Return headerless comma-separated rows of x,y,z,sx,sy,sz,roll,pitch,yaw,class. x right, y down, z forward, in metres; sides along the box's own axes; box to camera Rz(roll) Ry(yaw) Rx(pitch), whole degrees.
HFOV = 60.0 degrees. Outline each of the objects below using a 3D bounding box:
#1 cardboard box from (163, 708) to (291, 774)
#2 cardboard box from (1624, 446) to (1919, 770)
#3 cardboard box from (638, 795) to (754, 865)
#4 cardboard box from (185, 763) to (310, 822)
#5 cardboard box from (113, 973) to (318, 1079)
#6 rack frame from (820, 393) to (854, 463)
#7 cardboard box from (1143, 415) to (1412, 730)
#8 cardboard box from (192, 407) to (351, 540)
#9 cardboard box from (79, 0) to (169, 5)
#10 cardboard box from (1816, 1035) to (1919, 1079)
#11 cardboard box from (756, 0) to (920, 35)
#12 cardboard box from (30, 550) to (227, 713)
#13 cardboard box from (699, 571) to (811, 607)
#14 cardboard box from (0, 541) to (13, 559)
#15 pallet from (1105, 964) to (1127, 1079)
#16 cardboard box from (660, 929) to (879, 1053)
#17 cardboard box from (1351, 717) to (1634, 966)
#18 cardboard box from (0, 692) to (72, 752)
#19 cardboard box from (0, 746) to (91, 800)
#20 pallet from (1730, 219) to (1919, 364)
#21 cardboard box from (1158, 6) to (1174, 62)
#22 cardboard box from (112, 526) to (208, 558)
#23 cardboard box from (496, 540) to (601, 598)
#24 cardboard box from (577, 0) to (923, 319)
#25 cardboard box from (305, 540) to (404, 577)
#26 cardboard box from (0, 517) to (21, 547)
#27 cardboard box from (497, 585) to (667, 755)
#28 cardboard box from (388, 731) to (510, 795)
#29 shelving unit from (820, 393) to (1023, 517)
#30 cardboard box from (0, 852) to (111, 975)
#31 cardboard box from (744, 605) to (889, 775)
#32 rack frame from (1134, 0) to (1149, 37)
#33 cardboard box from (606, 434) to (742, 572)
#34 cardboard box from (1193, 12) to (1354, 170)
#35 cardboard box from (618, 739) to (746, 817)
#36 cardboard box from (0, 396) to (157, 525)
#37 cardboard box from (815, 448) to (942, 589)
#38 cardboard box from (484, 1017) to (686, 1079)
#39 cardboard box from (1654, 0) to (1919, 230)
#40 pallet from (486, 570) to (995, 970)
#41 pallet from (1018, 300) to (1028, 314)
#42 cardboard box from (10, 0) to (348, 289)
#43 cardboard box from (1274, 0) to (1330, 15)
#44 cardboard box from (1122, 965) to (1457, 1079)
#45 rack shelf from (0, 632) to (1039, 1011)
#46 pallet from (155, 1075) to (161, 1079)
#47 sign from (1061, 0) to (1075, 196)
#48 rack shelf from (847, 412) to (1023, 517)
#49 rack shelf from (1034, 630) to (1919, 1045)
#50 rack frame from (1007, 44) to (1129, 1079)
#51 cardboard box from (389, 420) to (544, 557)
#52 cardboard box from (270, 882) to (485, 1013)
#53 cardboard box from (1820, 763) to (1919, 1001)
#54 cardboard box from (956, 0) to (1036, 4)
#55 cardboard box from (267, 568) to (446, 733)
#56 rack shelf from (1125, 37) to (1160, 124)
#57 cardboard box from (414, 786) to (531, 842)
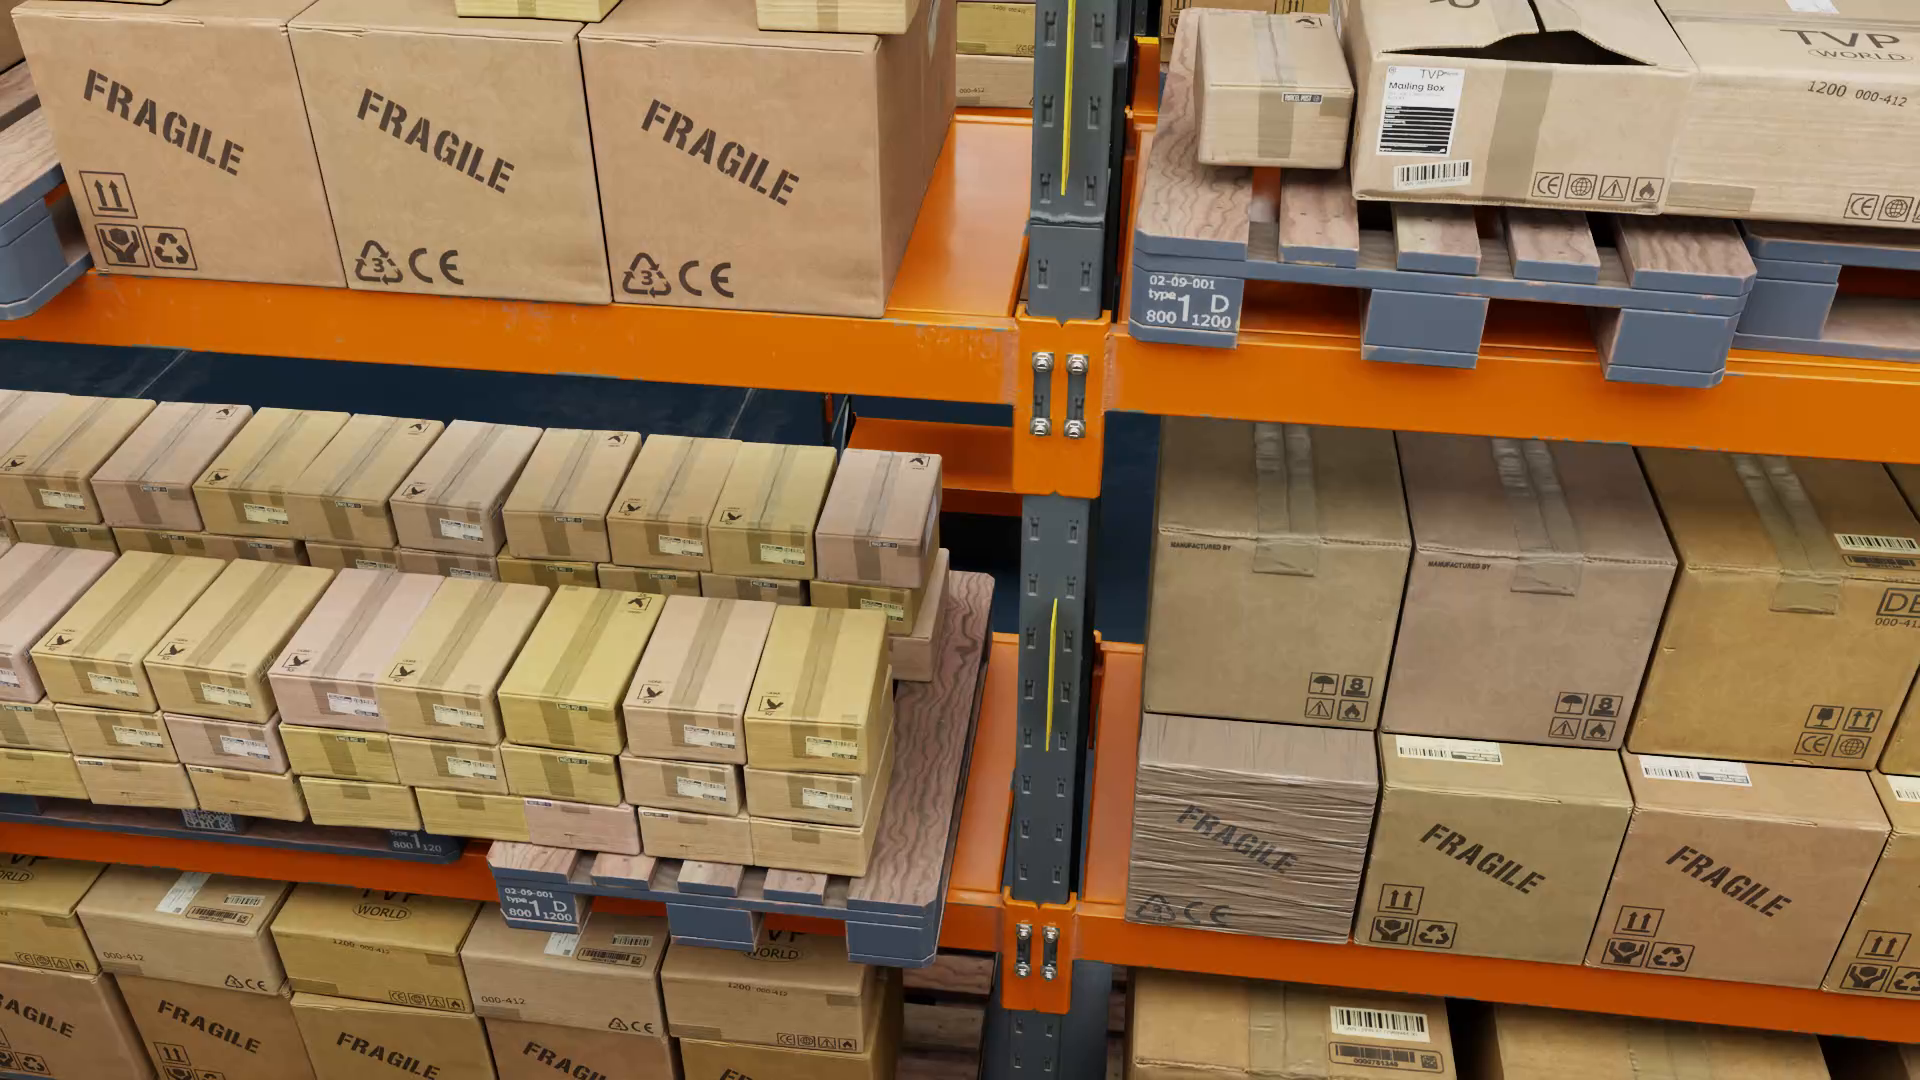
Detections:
-1.583,0.341,3.789,0.250,0.149,0.380,5,36,7,cardboard box
1.699,0.064,3.632,0.500,0.500,0.700,4,36,5,cardboard box
-0.549,0.539,3.767,0.250,0.149,0.380,4,36,6,cardboard box
-1.575,0.461,3.877,0.250,0.149,0.380,5,36,7,cardboard box
-1.977,1.226,4.740,0.500,0.500,0.500,5,36,7,cardboard box
-0.511,-0.496,6.977,0.032,1.125,0.500,4,36,6,rack frame
0.689,-0.010,3.735,0.500,0.500,0.700,4,36,6,cardboard box
-1.740,-0.174,4.255,0.250,0.149,0.380,4,36,5,cardboard box
-1.468,-1.138,2.935,0.258,0.266,0.396,4,36,6,cardboard box
2.628,1.372,4.320,0.750,0.750,1.050,4,36,6,cardboard box
-0.190,-1.054,2.818,0.258,0.266,0.396,4,36,6,cardboard box
-1.840,0.200,3.731,0.250,0.149,0.380,5,36,7,cardboard box
-0.479,0.039,4.212,0.250,0.149,0.380,6,36,8,cardboard box
-2.358,0.163,3.783,0.250,0.149,0.380,4,36,6,cardboard box
1.017,1.636,4.776,1.213,0.211,1.003,4,36,6,pallet
-0.467,1.041,4.354,0.500,0.250,0.500,3,36,5,cardboard box
1.160,0.583,3.765,0.500,0.500,0.500,4,36,6,cardboard box
-2.089,0.302,3.844,0.250,0.149,0.380,4,36,5,cardboard box
-2.095,0.422,3.931,0.250,0.149,0.380,4,36,5,cardboard box
1.999,-0.647,3.155,1.213,0.211,1.003,6,36,8,pallet
1.073,-2.398,7.883,0.250,0.149,0.380,2,36,3,cardboard box
-1.995,-0.075,4.372,0.250,0.149,0.380,4,36,6,cardboard box
-0.994,0.003,4.263,0.250,0.149,0.380,4,36,6,cardboard box
-0.354,-0.758,3.062,0.500,0.500,0.500,4,36,6,cardboard box
-1.487,-0.036,4.318,0.250,0.149,0.380,4,36,6,cardboard box
-2.524,-0.114,4.427,0.250,0.149,0.380,3,36,4,cardboard box
-0.809,0.277,3.622,0.250,0.149,0.380,5,36,7,cardboard box
-1.078,0.380,3.735,0.250,0.149,0.380,4,36,6,cardboard box
-0.007,-0.458,6.924,1.048,1.125,0.538,4,36,6,shelving unit
-2.495,0.889,4.566,0.500,0.250,0.500,5,36,7,cardboard box
-0.300,0.316,3.567,0.250,0.149,0.380,3,36,4,cardboard box
1.403,-5.321,12.123,0.127,3.000,1.000,4,36,6,rack frame
-0.699,-0.097,4.146,0.250,0.149,0.380,4,36,6,cardboard box
0.555,-0.814,2.995,0.250,0.149,0.380,3,36,4,cardboard box
-0.568,0.416,3.683,0.250,0.149,0.380,6,36,8,cardboard box
-2.273,-0.211,4.307,0.250,0.149,0.380,3,36,4,cardboard box
-0.194,-0.058,4.092,0.250,0.149,0.380,4,36,6,cardboard box
-0.956,1.307,4.627,0.500,0.500,0.500,6,36,8,cardboard box
1.431,-0.755,2.825,0.500,0.250,0.500,5,36,7,cardboard box
-0.476,0.486,4.152,1.003,0.211,1.213,4,36,6,pallet
0.002,-1.427,9.068,1.213,0.211,1.003,4,36,6,pallet
-1.347,-0.827,3.159,0.500,0.500,0.500,4,36,6,cardboard box
1.709,-2.592,7.596,0.500,0.500,0.500,6,36,8,cardboard box
0.837,1.241,4.504,0.750,0.750,1.050,4,36,5,cardboard box
-1.739,0.544,4.525,4.000,0.370,1.077,4,36,6,rack shelf
-1.737,1.384,5.129,1.213,0.211,1.003,4,36,6,pallet
0.173,-0.720,2.649,0.005,0.325,0.100,4,36,6,sign
-0.007,-0.259,7.066,1.000,0.278,0.538,4,36,6,rack shelf
2.228,0.840,4.110,4.000,0.370,1.077,4,36,6,rack shelf
0.245,0.399,4.109,0.127,3.000,1.000,4,36,6,rack frame
-1.230,-0.135,4.200,0.250,0.149,0.380,6,36,8,cardboard box
-1.472,0.963,4.463,0.500,0.250,0.500,5,36,7,cardboard box
2.154,0.659,3.659,0.500,0.500,0.500,4,36,5,cardboard box
0.229,-2.796,7.638,0.500,0.500,0.500,3,36,5,cardboard box
-1.312,0.238,3.677,0.250,0.149,0.380,4,36,6,cardboard box
2.758,-2.020,8.117,4.000,0.370,1.077,4,36,6,rack shelf
-1.051,0.500,3.822,0.250,0.149,0.380,4,36,5,cardboard box
